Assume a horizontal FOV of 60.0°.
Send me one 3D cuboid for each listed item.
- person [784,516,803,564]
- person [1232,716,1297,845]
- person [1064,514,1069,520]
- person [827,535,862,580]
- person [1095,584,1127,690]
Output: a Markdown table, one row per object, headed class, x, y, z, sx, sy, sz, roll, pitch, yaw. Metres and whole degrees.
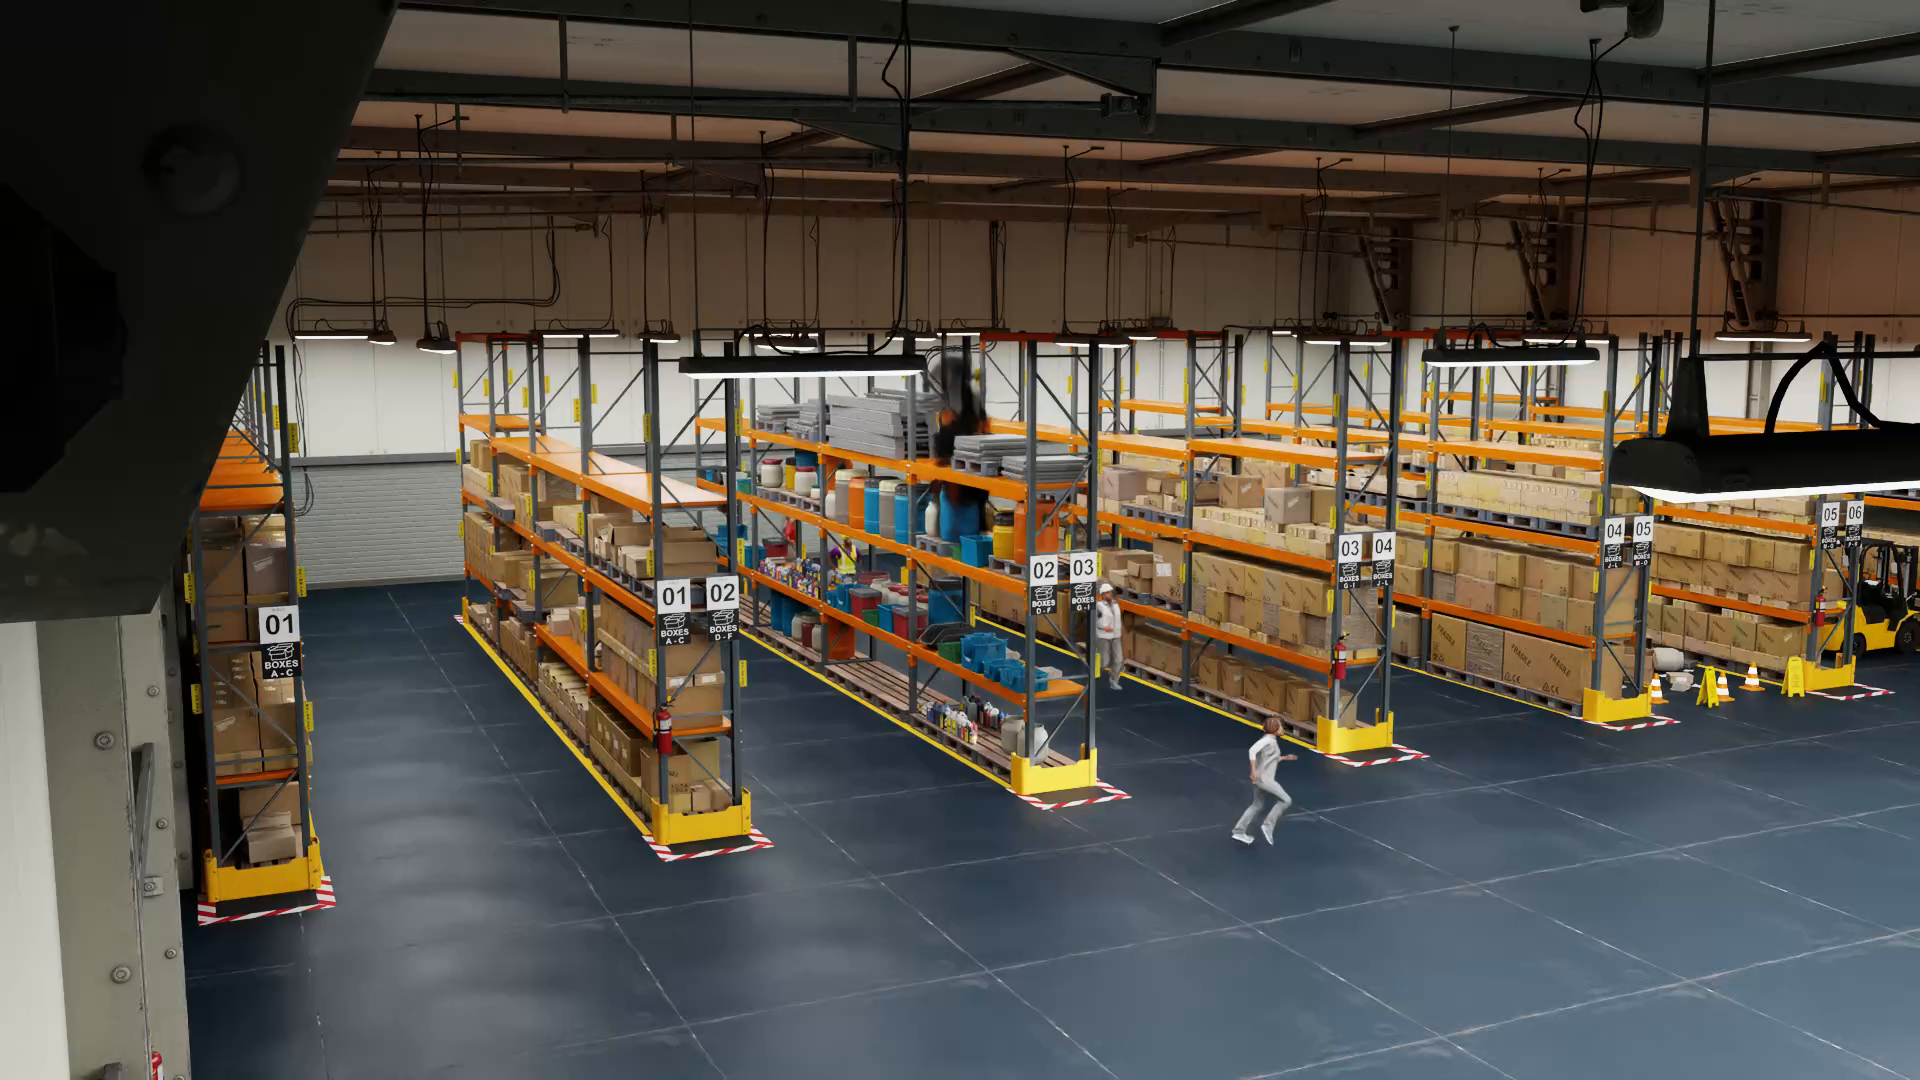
| class | x | y | z | sx | sy | sz | roll | pitch | yaw |
| --- | --- | --- | --- | --- | --- | --- | --- | --- | --- |
| person | -3.979 | 0.204 | 39.306 | 0.626 | 1.673 | 0.661 | -1 | 8 | -5 |
| person | 3.637 | 2.881 | 19.827 | 0.753 | 1.549 | 0.560 | 1 | 8 | 7 |
| person | 2.542 | 0.191 | 39.603 | 0.675 | 1.634 | 0.517 | -3 | 8 | -20 |
| person | -2.401 | 0.723 | 35.076 | 0.714 | 1.771 | 1.004 | -5 | 9 | -34 |
| person | 2.427 | 1.578 | 27.317 | 0.669 | 1.733 | 0.760 | -4 | 9 | -30 |
